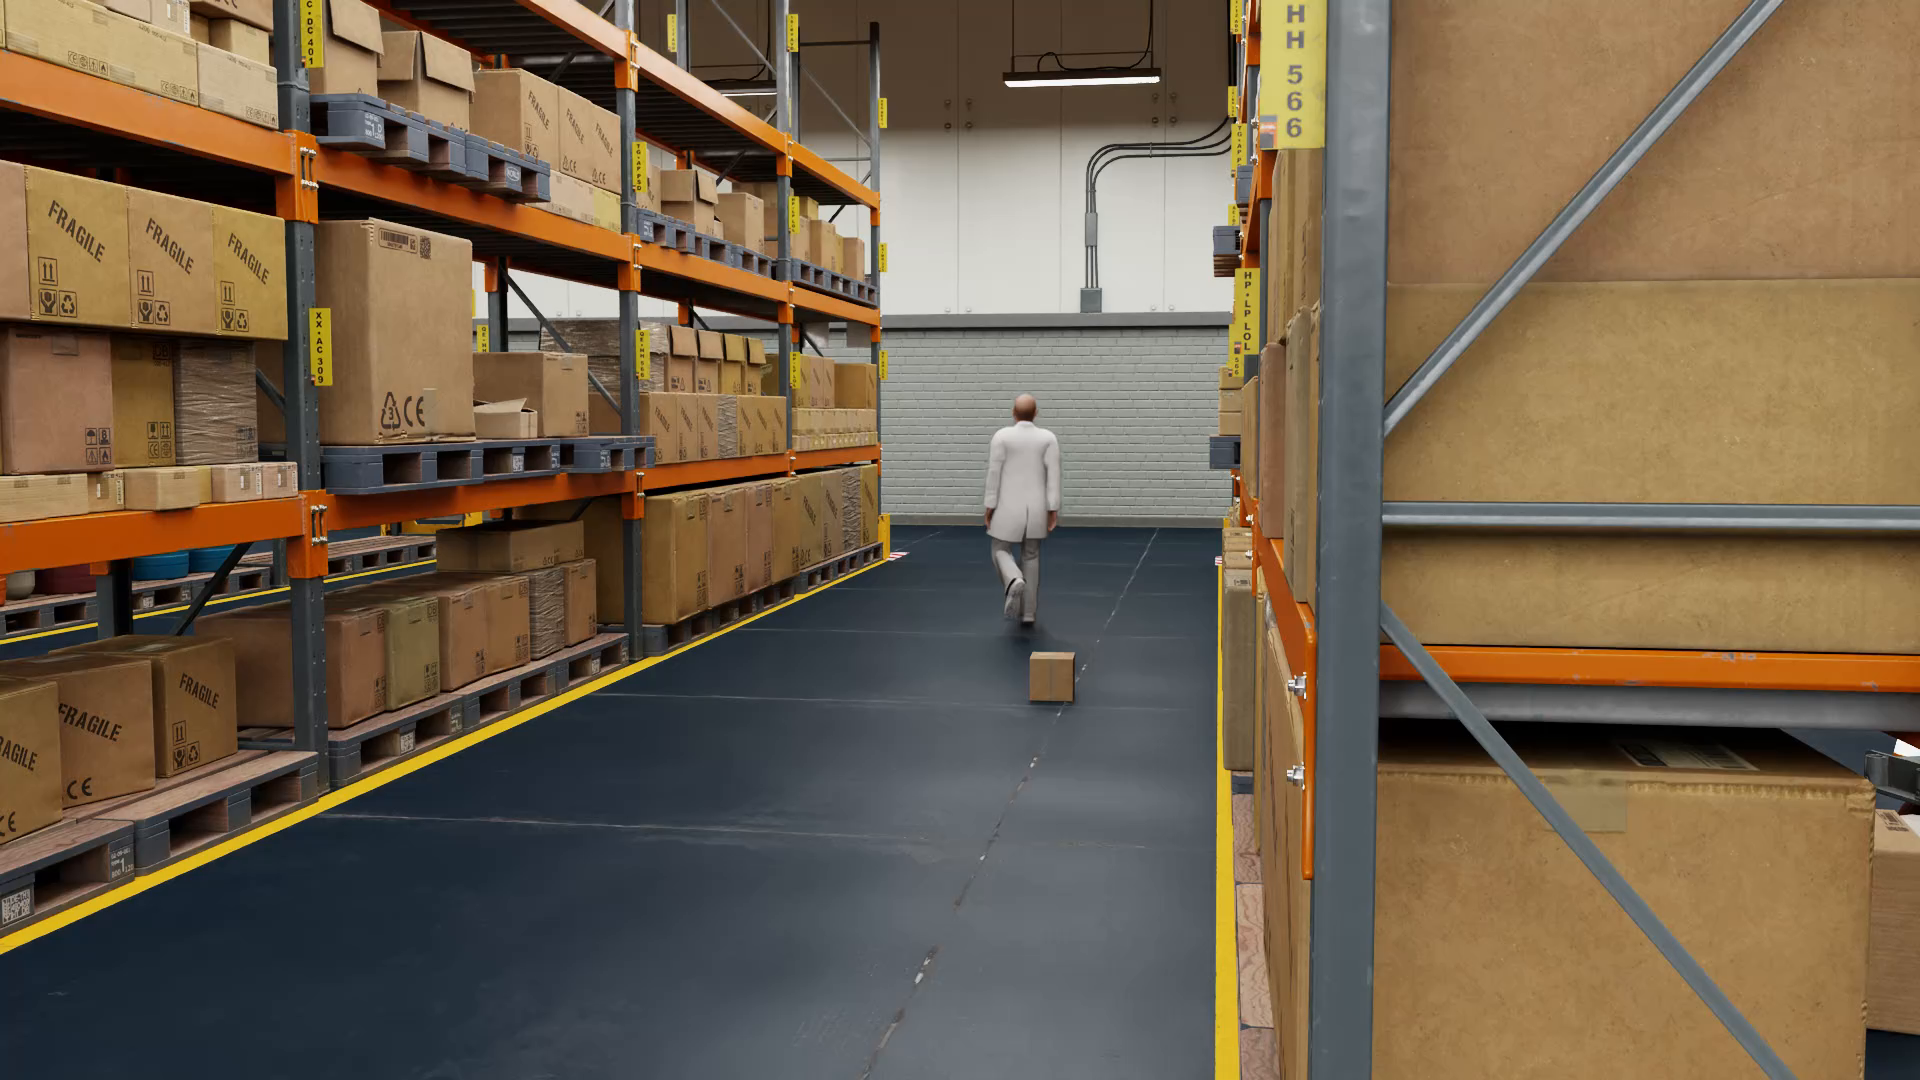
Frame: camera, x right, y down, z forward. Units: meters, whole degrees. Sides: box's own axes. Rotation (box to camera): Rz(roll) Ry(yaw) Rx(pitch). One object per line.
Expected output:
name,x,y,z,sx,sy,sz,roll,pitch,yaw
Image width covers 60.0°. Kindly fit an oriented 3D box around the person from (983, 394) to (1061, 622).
person,0.482,-0.245,12.899,0.610,1.767,0.600,-1,4,-9
